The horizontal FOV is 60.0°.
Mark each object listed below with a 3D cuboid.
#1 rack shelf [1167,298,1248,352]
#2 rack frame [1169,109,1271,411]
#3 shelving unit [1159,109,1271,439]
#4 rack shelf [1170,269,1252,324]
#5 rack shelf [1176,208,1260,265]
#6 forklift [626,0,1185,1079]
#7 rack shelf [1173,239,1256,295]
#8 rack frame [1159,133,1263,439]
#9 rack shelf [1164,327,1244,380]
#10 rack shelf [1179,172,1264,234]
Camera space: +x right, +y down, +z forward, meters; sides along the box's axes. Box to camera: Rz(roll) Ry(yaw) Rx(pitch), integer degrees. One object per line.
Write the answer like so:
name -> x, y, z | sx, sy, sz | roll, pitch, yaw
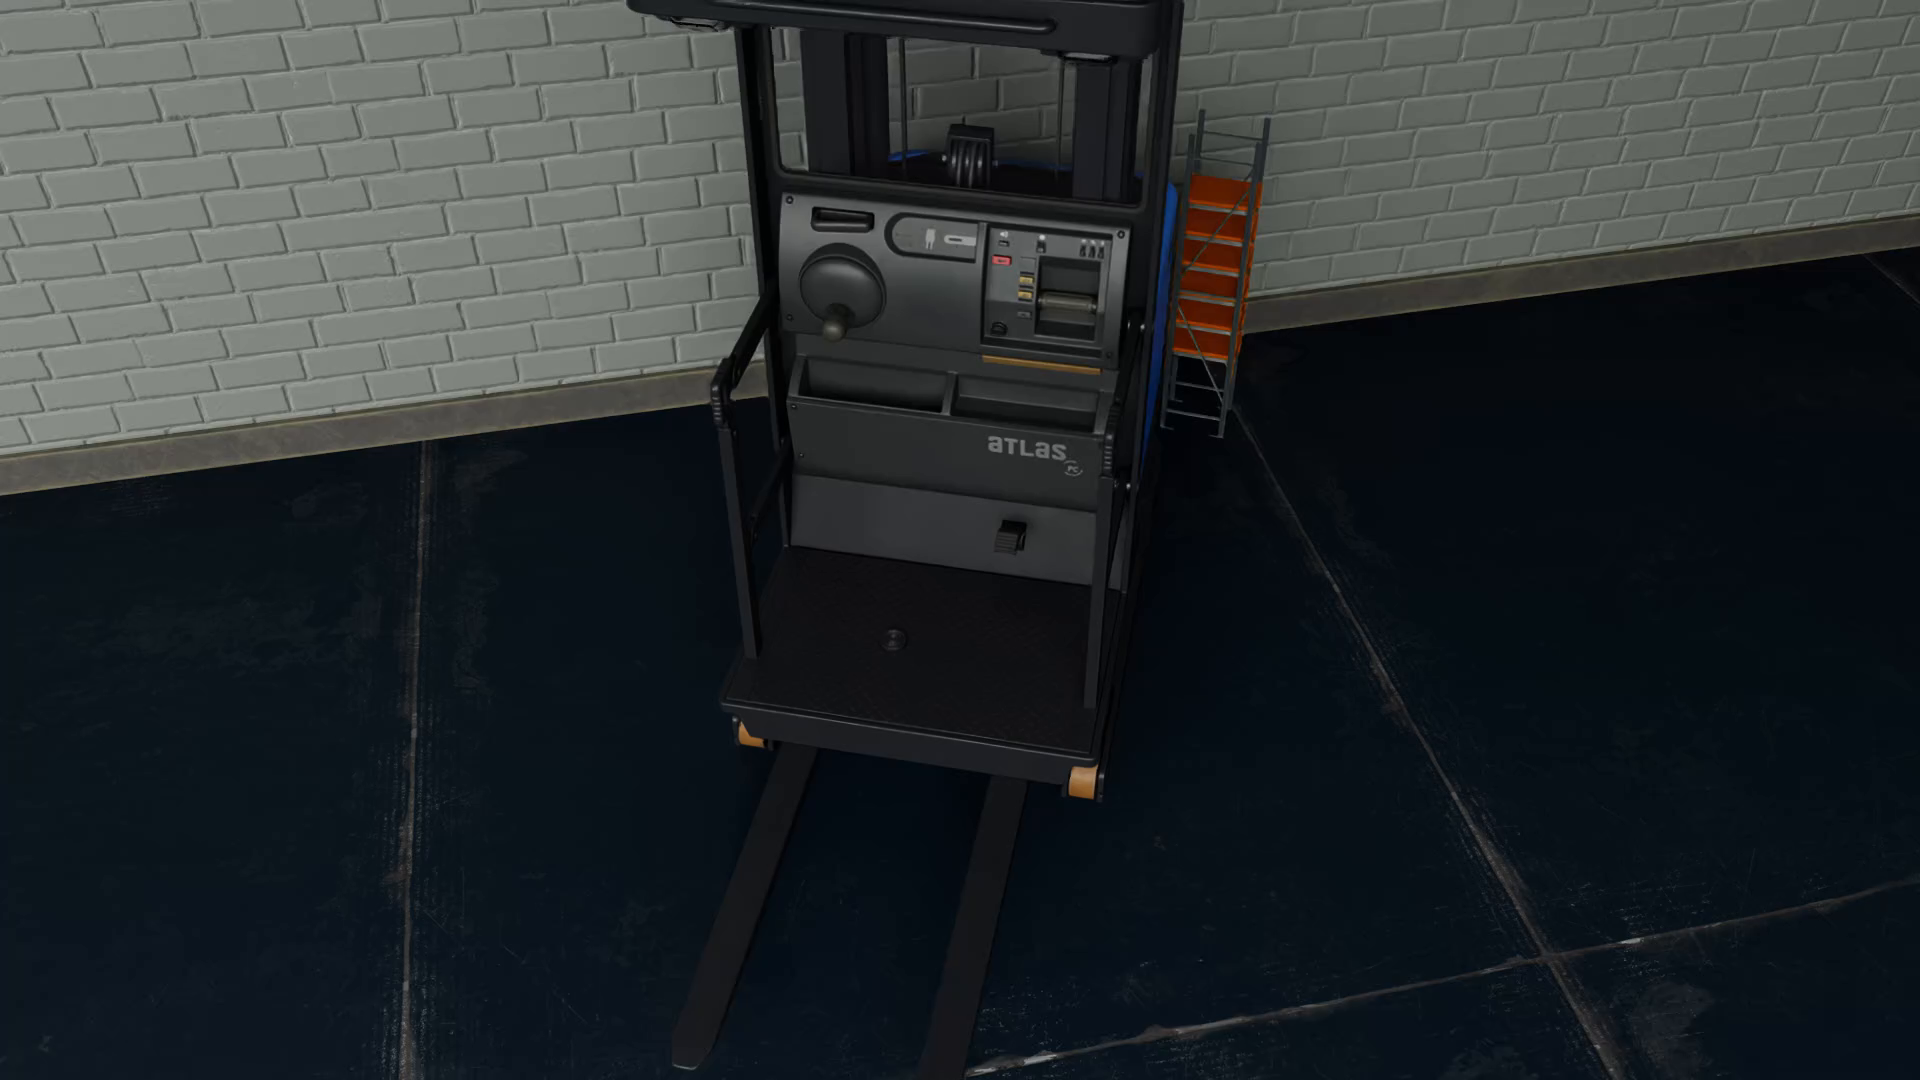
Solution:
rack shelf -> 0.888, -0.786, 5.978 | 0.258, 0.103, 0.180 | 11, 42, 12
rack frame -> 0.915, -0.968, 5.937 | 0.240, 1.200, 0.006 | 11, 42, 12
shelving unit -> 0.889, -0.910, 5.870 | 0.258, 1.200, 0.189 | 11, 42, 12
rack shelf -> 0.889, -0.877, 5.899 | 0.258, 0.103, 0.180 | 11, 42, 12
rack shelf -> 0.890, -1.058, 5.742 | 0.258, 0.103, 0.180 | 11, 42, 12
forklift -> -0.064, -0.608, 4.227 | 1.130, 2.935, 3.031 | 8, 42, 9
rack shelf -> 0.889, -0.968, 5.821 | 0.258, 0.103, 0.180 | 11, 42, 12
rack frame -> 0.863, -0.853, 5.804 | 0.240, 1.200, 0.006 | 11, 42, 12
rack shelf -> 0.888, -0.696, 6.057 | 0.258, 0.103, 0.180 | 11, 42, 12
rack shelf -> 0.890, -1.149, 5.663 | 0.258, 0.103, 0.180 | 11, 42, 12
